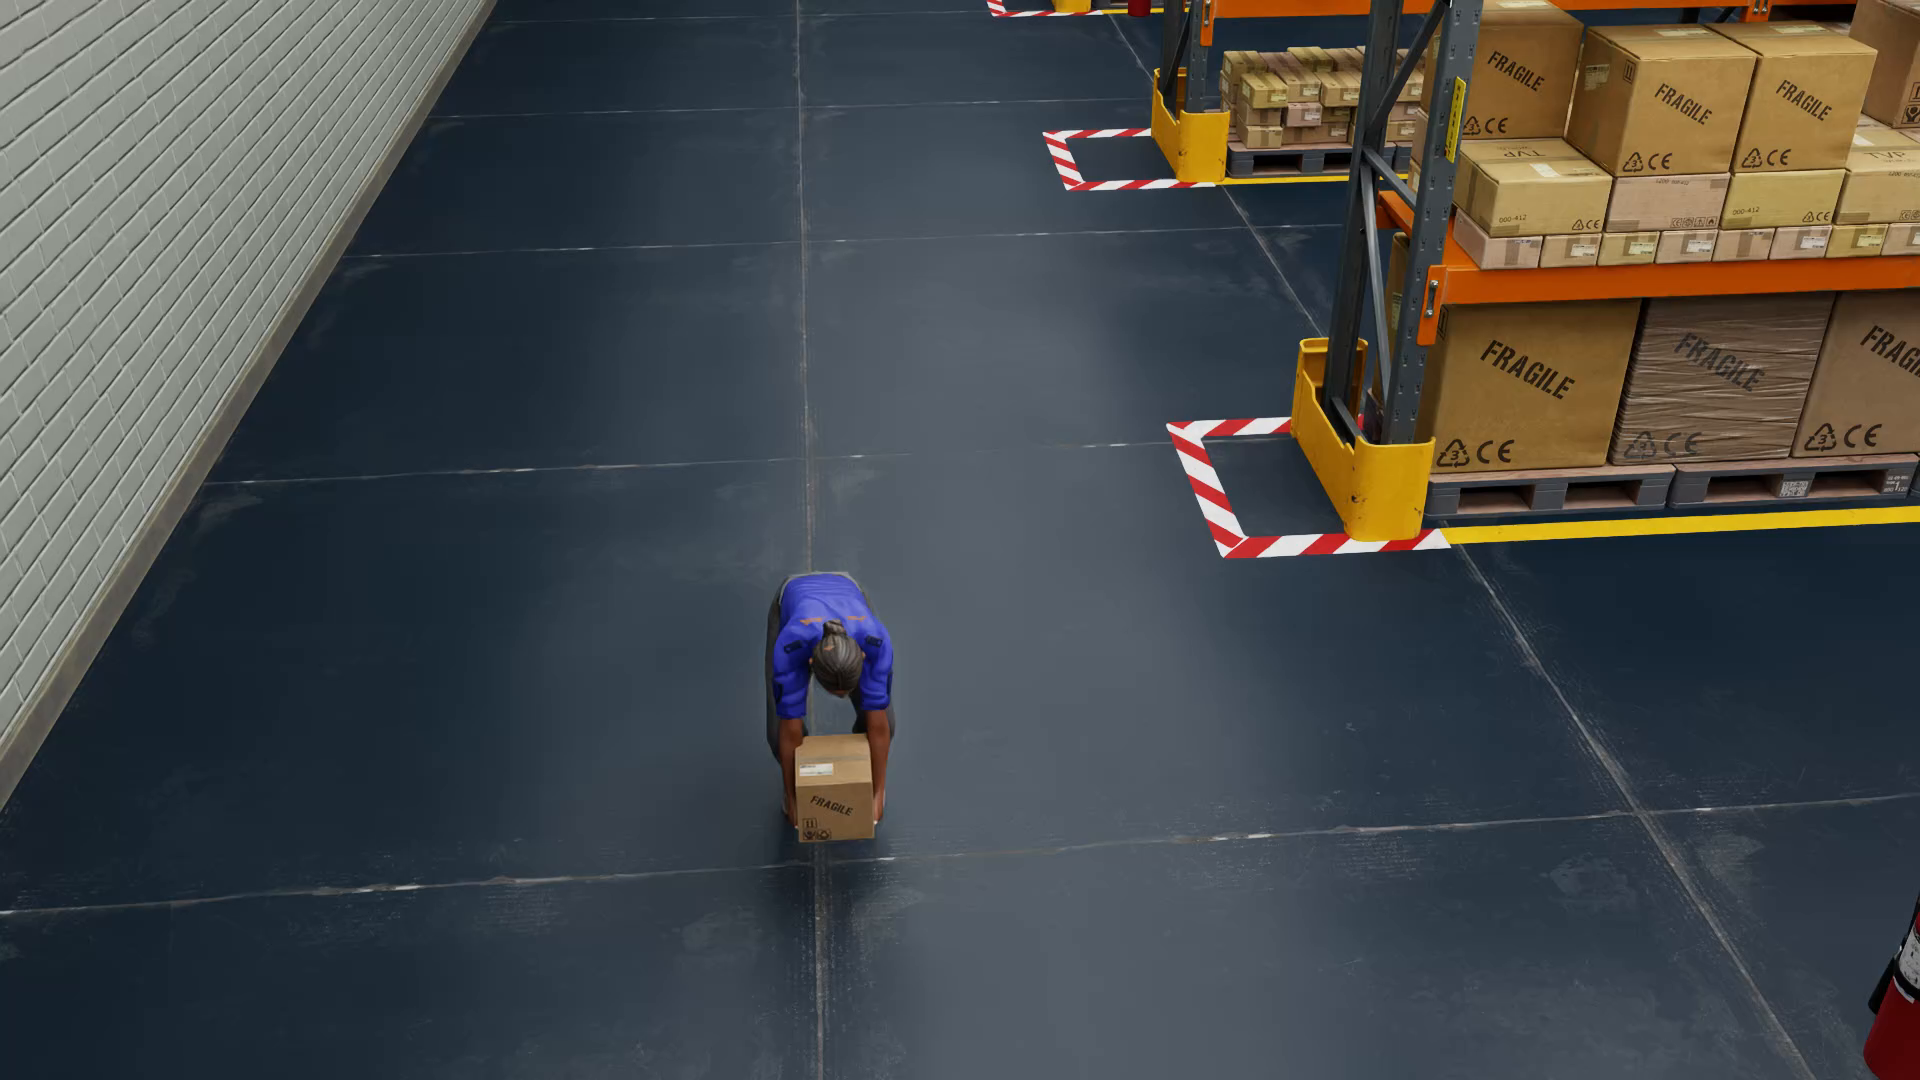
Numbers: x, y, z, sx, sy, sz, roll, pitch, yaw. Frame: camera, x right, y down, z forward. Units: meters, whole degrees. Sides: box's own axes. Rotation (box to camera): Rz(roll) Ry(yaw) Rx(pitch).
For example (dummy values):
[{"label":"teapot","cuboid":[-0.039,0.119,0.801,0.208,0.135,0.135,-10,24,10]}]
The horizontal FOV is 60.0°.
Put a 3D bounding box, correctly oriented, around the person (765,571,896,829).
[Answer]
[{"label":"person","cuboid":[-0.447,0.588,5.747,0.455,1.064,0.857,-4,32,-7]}]
